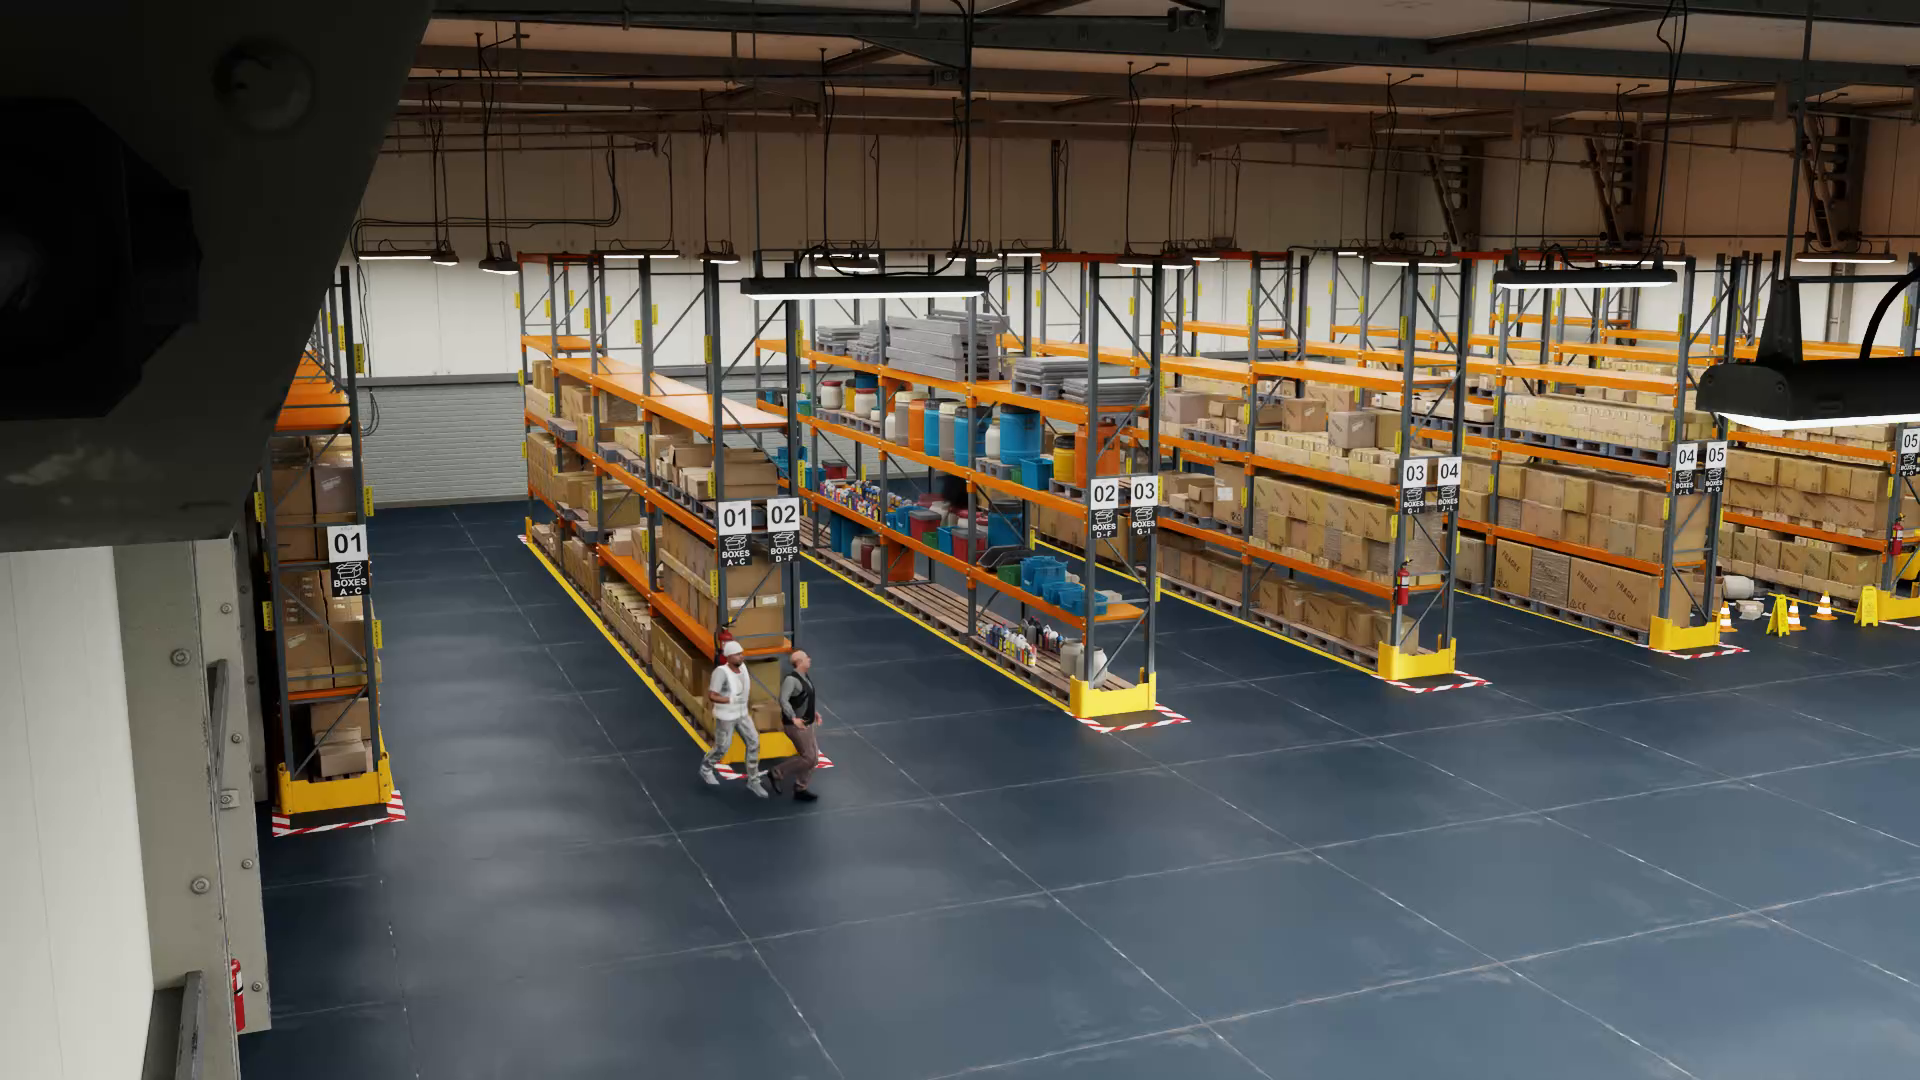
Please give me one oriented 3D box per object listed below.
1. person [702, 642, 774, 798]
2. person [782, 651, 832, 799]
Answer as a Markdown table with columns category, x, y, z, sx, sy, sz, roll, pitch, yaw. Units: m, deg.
| category | x | y | z | sx | sy | sz | roll | pitch | yaw |
| --- | --- | --- | --- | --- | --- | --- | --- | --- | --- |
| person | -2.565 | 2.026 | 19.013 | 0.965 | 1.782 | 0.716 | 7 | 12 | 32 |
| person | -1.731 | 2.095 | 18.995 | 0.524 | 1.662 | 0.692 | 1 | 10 | 6 |
